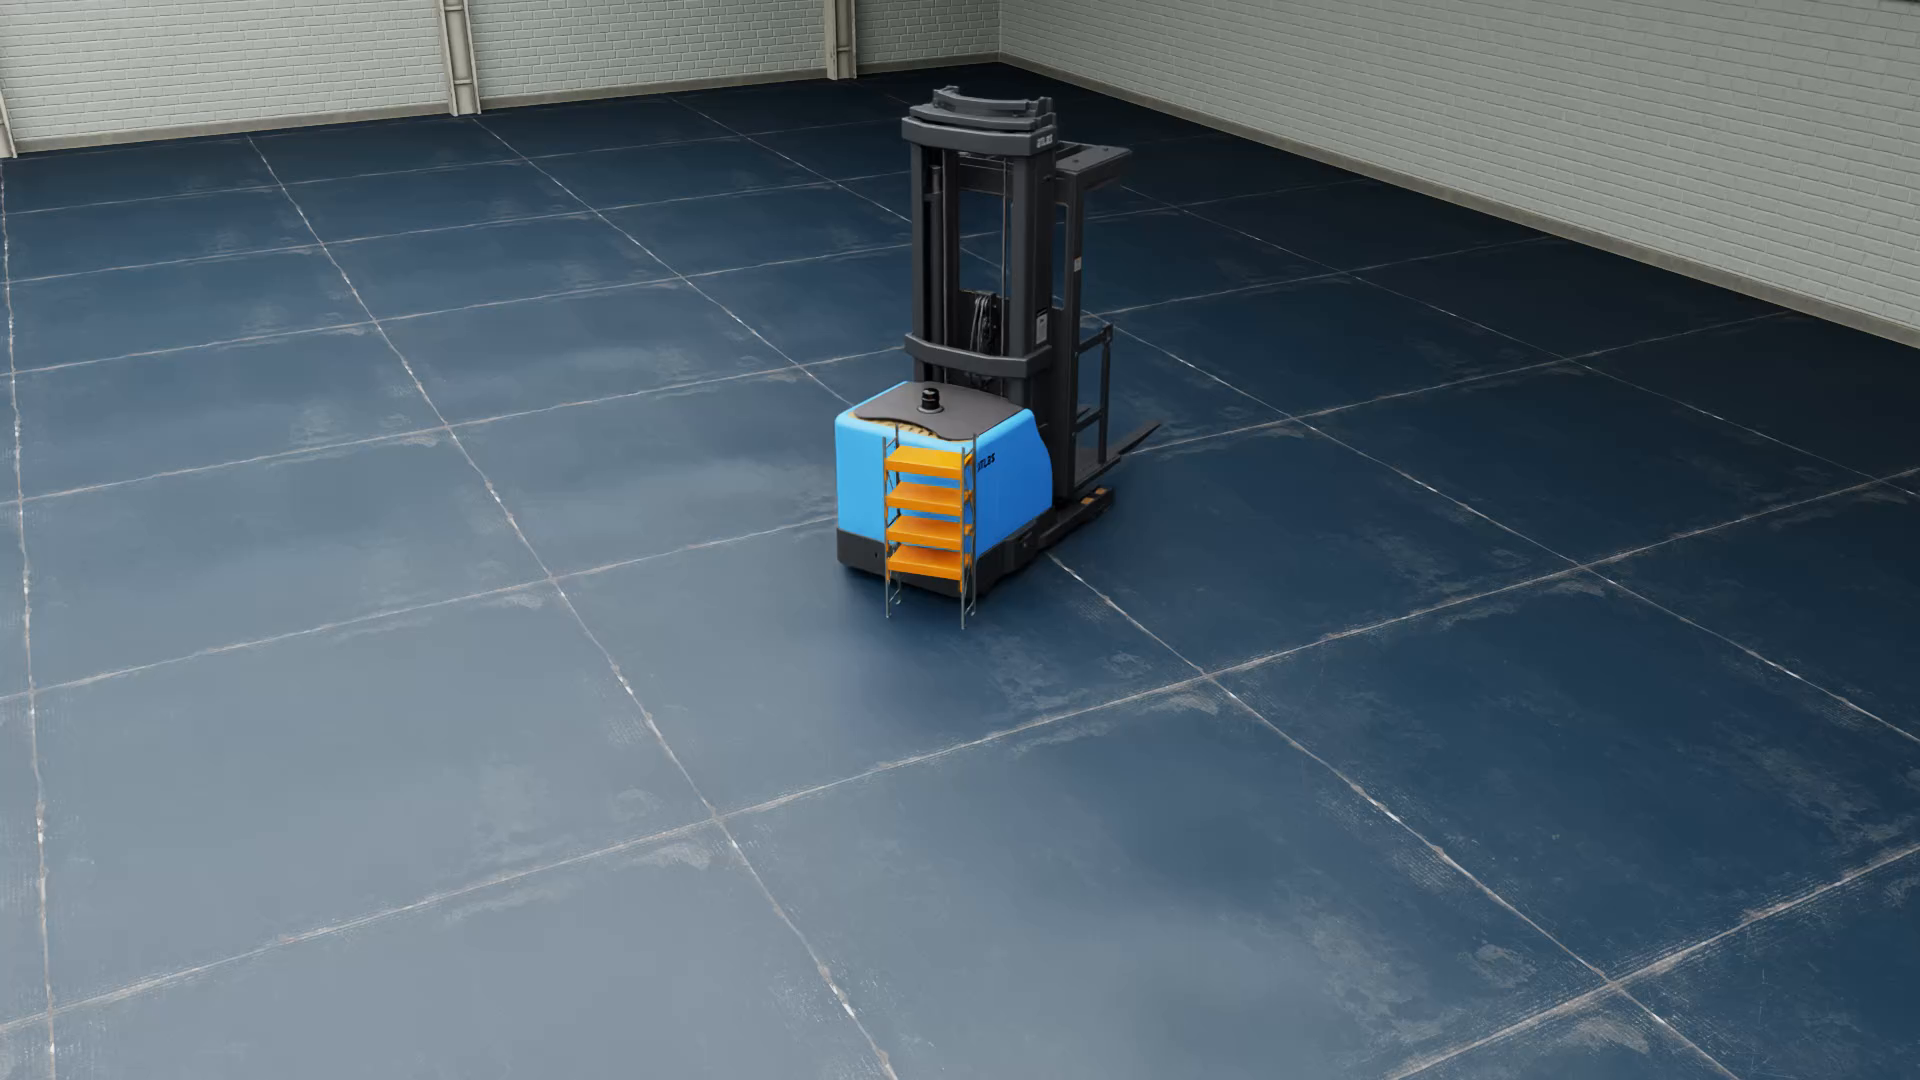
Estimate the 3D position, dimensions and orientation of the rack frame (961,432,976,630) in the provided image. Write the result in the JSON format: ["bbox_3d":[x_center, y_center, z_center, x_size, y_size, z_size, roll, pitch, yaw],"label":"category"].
[{"bbox_3d":[0.053,-0.044,9.955,0.015,1.200,0.240,8,27,16],"label":"rack frame"}]

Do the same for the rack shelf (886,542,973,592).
[{"bbox_3d":[-0.179,0.163,10.139,0.480,0.148,0.258,8,27,16],"label":"rack shelf"}]

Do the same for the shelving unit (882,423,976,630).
[{"bbox_3d":[-0.179,-0.077,10.024,0.503,1.200,0.258,8,27,16],"label":"shelving unit"}]

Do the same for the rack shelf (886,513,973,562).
[{"bbox_3d":[-0.179,-0.016,10.053,0.480,0.148,0.258,8,27,16],"label":"rack shelf"}]

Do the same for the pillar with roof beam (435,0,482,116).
[{"bbox_3d":[-5.168,-8.624,18.814,0.400,9.000,9.100,-13,29,-25],"label":"pillar with roof beam"}]

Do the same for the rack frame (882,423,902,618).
[{"bbox_3d":[-0.411,-0.110,10.093,0.015,1.200,0.240,8,27,16],"label":"rack frame"}]

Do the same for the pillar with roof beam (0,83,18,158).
[{"bbox_3d":[-10.463,-7.402,16.269,0.400,9.000,9.100,-13,29,-25],"label":"pillar with roof beam"}]

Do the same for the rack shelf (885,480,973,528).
[{"bbox_3d":[-0.179,-0.218,9.956,0.480,0.148,0.258,8,27,16],"label":"rack shelf"}]

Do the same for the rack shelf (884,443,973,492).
[{"bbox_3d":[-0.179,-0.431,9.854,0.480,0.148,0.258,8,27,16],"label":"rack shelf"}]

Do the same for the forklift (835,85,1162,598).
[{"bbox_3d":[0.426,-1.551,11.094,1.130,2.935,3.031,16,30,29],"label":"forklift"}]

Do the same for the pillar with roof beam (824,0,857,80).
[{"bbox_3d":[0.126,-9.846,21.359,0.400,9.000,9.100,-13,29,-25],"label":"pillar with roof beam"}]
